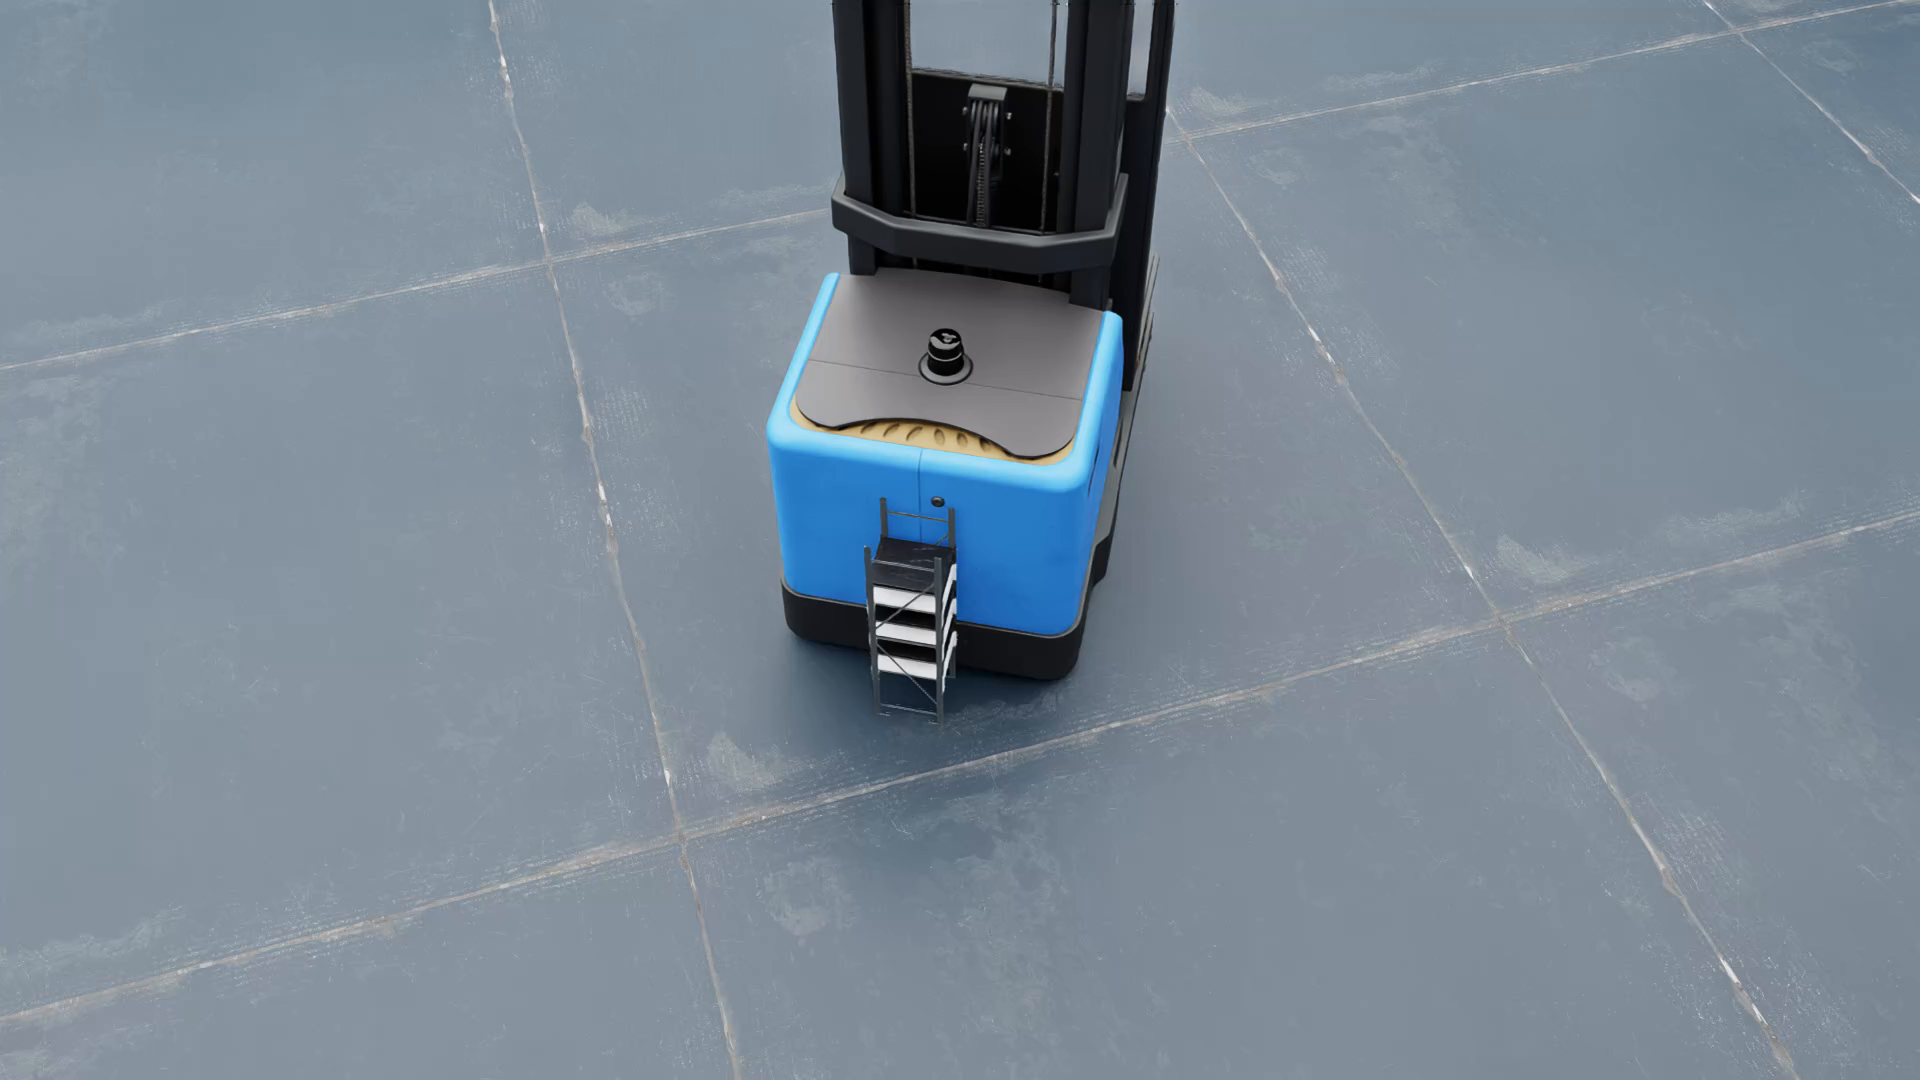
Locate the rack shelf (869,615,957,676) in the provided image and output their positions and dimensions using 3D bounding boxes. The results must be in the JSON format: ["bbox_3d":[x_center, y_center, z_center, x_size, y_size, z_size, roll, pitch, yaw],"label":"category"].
[{"bbox_3d":[-0.154,0.332,5.543,0.258,0.077,0.200,9,50,8],"label":"rack shelf"}]

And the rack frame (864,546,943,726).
[{"bbox_3d":[-0.175,0.328,5.384,0.240,0.900,0.006,9,50,8],"label":"rack frame"}]

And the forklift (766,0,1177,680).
[{"bbox_3d":[0.185,-1.616,5.695,1.130,2.935,3.031,9,50,8],"label":"forklift"}]

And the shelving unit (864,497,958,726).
[{"bbox_3d":[-0.154,0.252,5.449,0.258,0.900,0.210,9,50,8],"label":"shelving unit"}]

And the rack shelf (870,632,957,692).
[{"bbox_3d":[-0.154,0.390,5.612,0.258,0.077,0.200,9,50,8],"label":"rack shelf"}]

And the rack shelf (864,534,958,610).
[{"bbox_3d":[-0.154,0.100,5.268,0.258,0.077,0.200,9,50,8],"label":"rack shelf"}]

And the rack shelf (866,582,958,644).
[{"bbox_3d":[-0.154,0.216,5.405,0.258,0.077,0.200,9,50,8],"label":"rack shelf"}]

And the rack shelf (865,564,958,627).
[{"bbox_3d":[-0.154,0.158,5.336,0.258,0.077,0.200,9,50,8],"label":"rack shelf"}]

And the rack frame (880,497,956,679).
[{"bbox_3d":[-0.133,0.176,5.513,0.240,0.900,0.006,9,50,8],"label":"rack frame"}]

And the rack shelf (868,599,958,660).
[{"bbox_3d":[-0.154,0.274,5.474,0.258,0.077,0.200,9,50,8],"label":"rack shelf"}]
